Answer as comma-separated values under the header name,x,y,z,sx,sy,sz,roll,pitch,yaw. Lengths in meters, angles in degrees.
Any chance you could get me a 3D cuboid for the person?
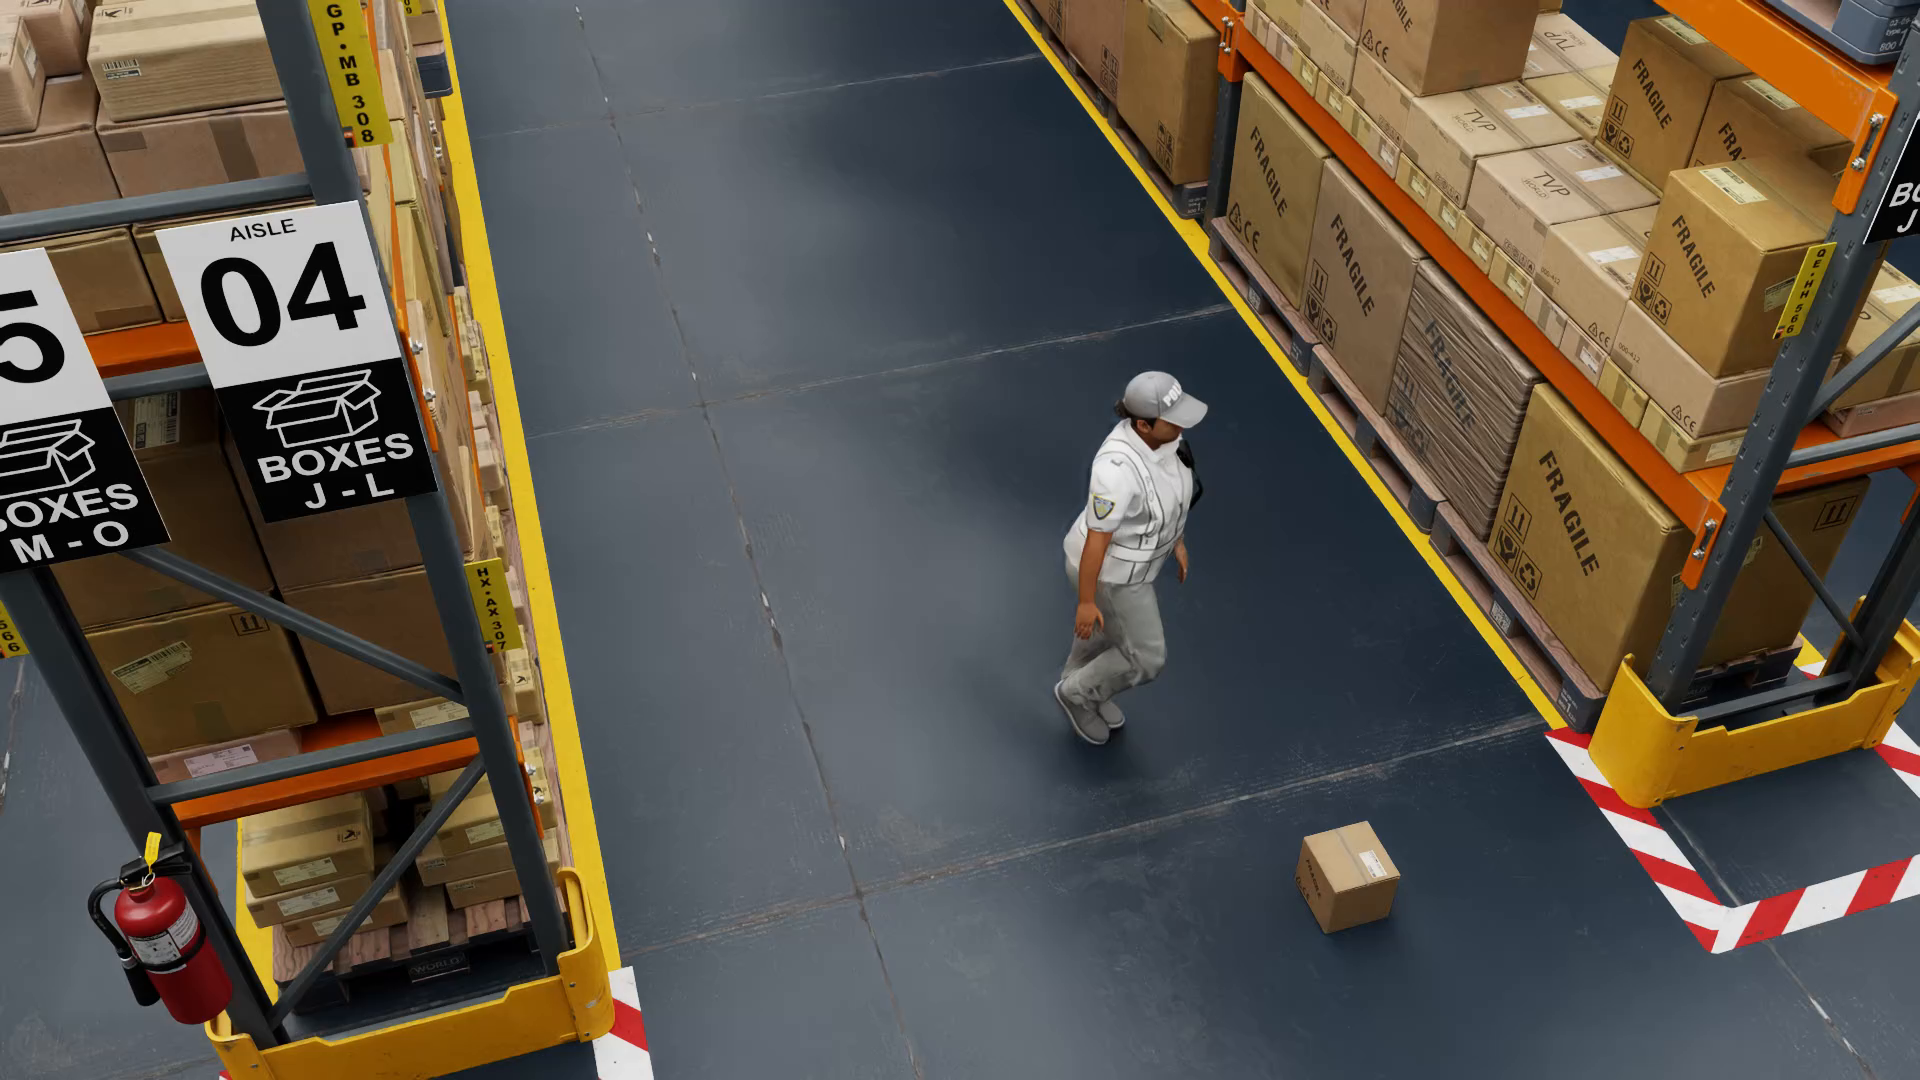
name,x,y,z,sx,sy,sz,roll,pitch,yaw
person,0.596,0.099,6.032,0.459,1.651,0.612,19,46,20
